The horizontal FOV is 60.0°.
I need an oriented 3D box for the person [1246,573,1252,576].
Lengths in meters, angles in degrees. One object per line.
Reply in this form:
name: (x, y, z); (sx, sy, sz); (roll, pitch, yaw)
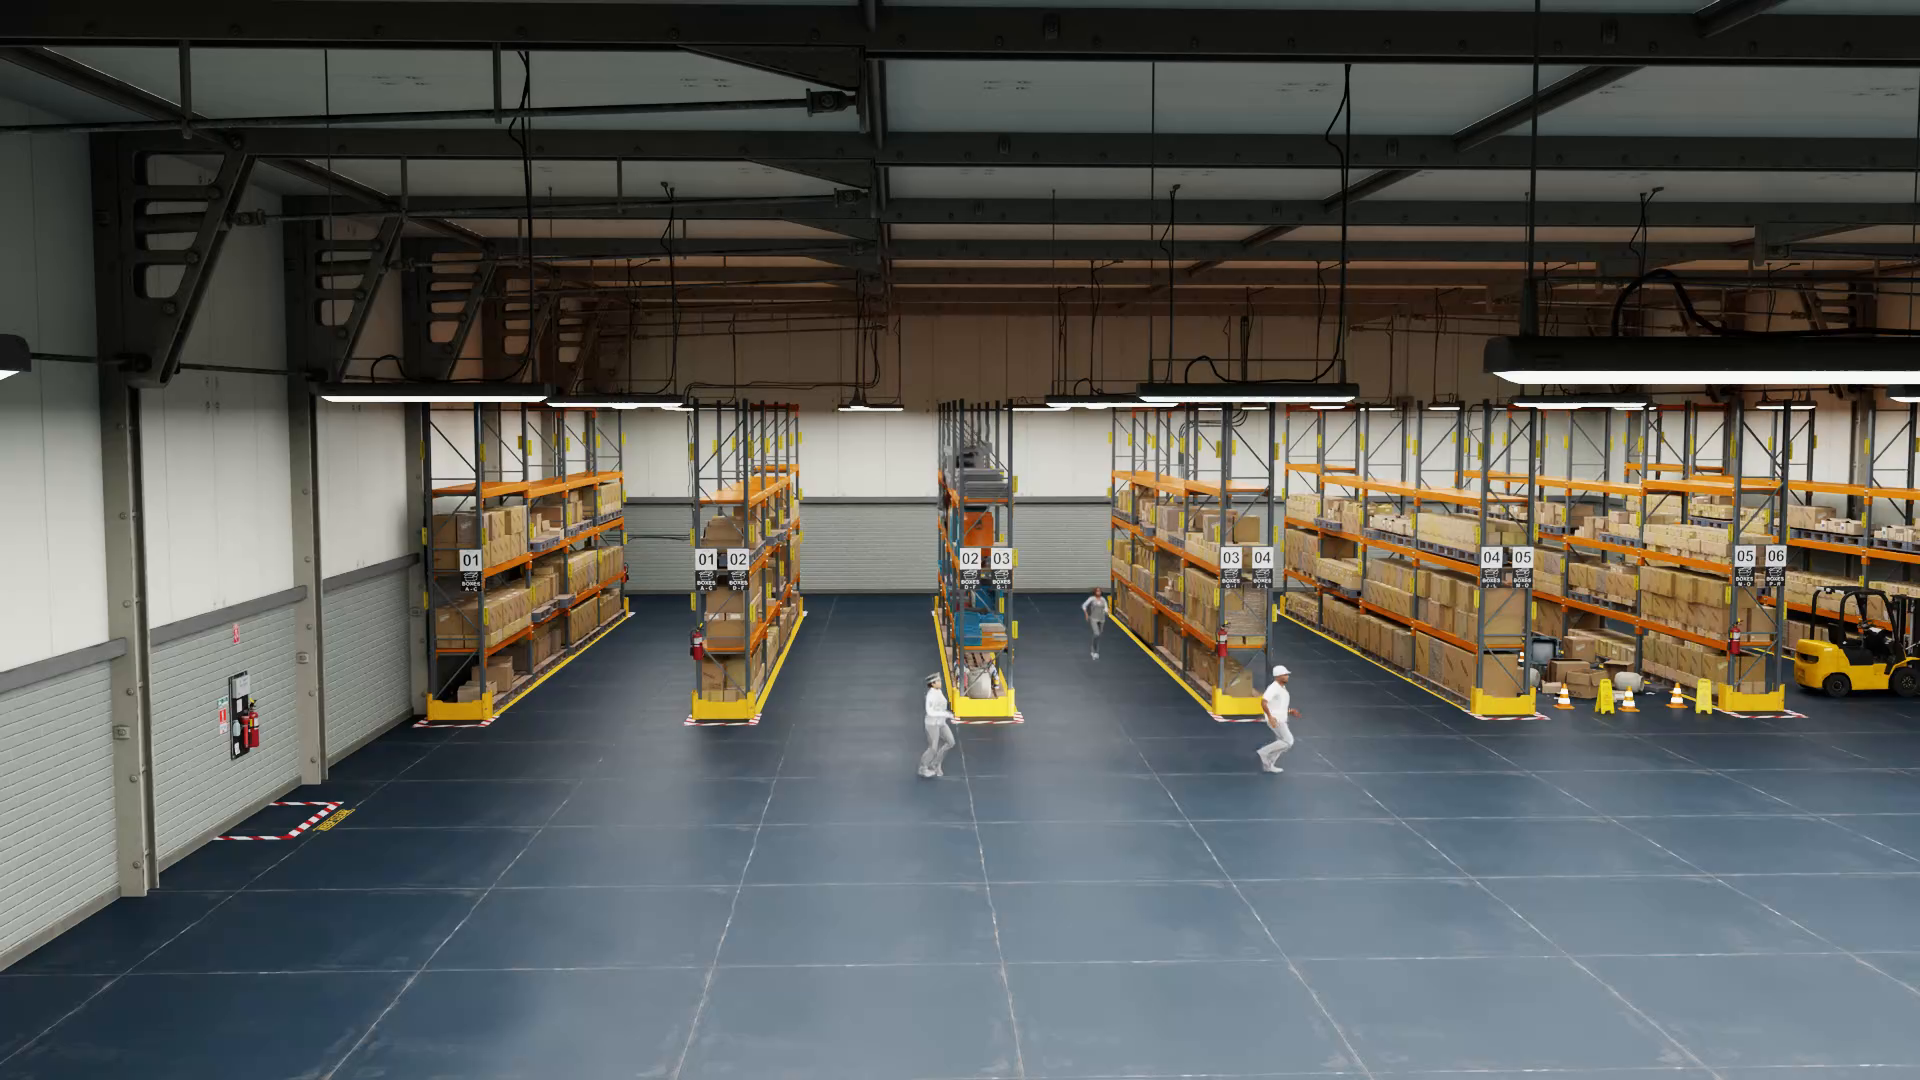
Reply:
person: (8.045, 1.326, 47.477); (0.636, 1.625, 0.528); (1, 4, 15)

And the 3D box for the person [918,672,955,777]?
person: (-0.350, 2.905, 26.105); (0.653, 1.681, 0.588); (2, 5, 23)

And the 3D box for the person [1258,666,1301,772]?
person: (5.084, 2.855, 26.478); (0.620, 1.711, 0.694); (2, 5, 24)

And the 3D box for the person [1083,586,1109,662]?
person: (3.037, 1.849, 36.827); (0.503, 1.661, 0.666); (-2, 5, -20)
